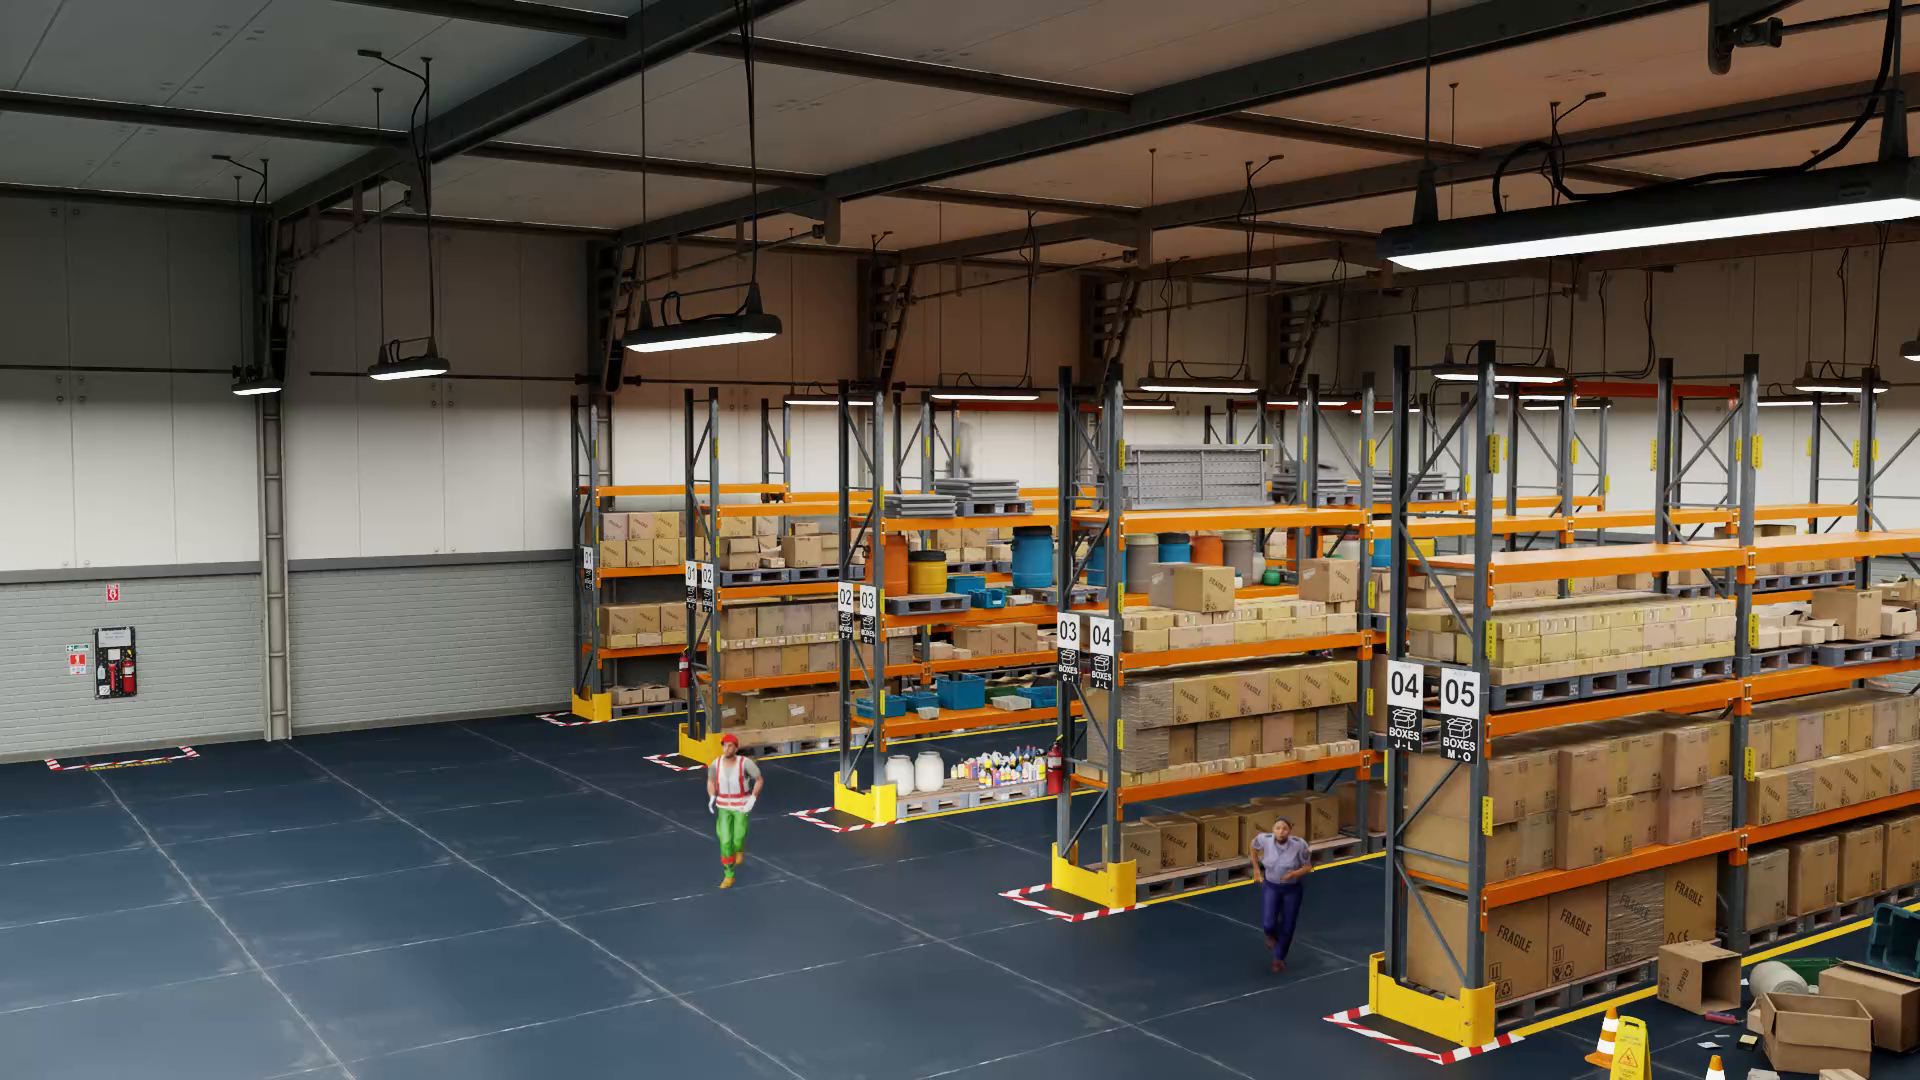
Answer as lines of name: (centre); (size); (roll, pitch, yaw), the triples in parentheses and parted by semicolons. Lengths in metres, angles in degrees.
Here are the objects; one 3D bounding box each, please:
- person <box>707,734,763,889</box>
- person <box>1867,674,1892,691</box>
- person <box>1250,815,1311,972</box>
person: (-2.623, 3.122, 19.444); (0.671, 1.773, 0.697); (0, 3, 6)
person: (15.533, 2.628, 28.272); (0.589, 1.672, 0.842); (-2, 4, -24)
person: (3.095, 3.421, 16.093); (0.591, 1.576, 0.663); (1, 3, 11)
